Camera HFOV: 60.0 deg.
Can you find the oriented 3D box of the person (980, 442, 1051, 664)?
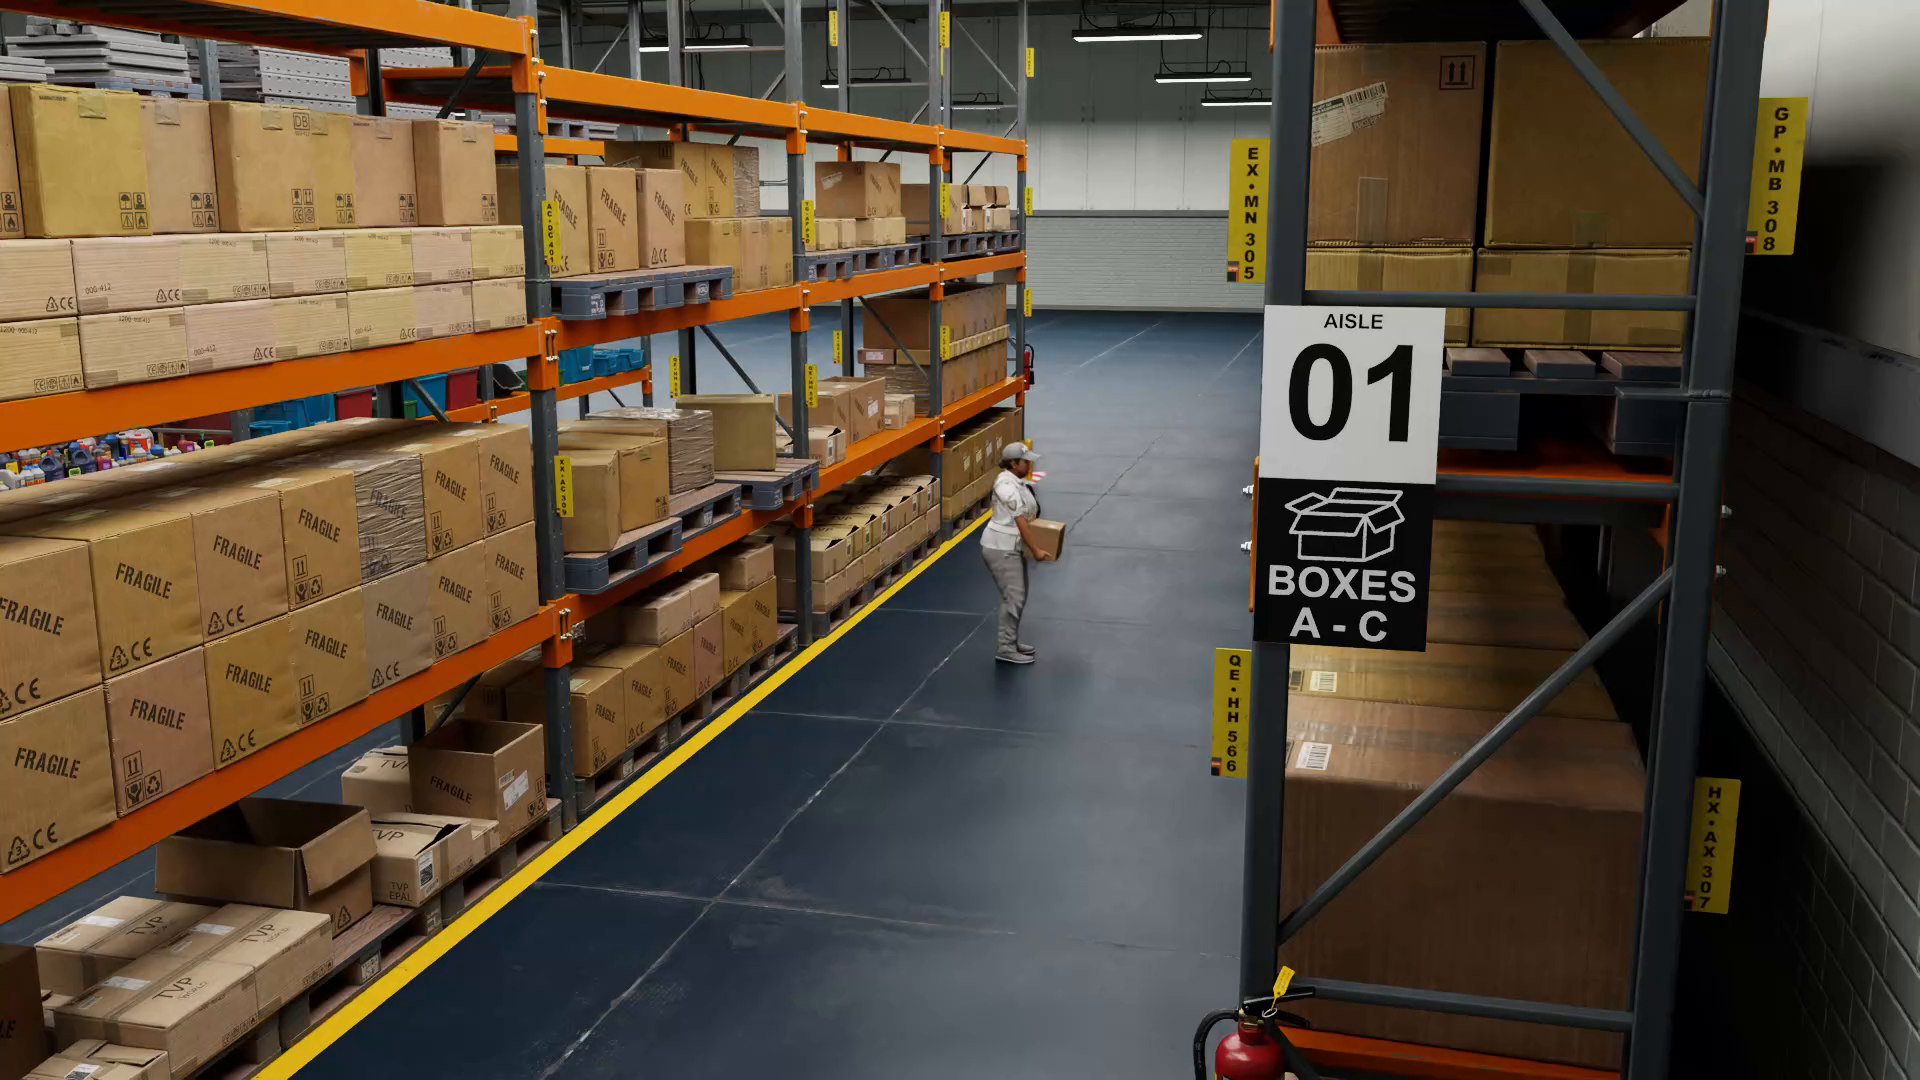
[{"bbox_3d":[0.439,0.088,12.552,0.560,1.660,0.452,3,12,13],"label":"person"}]
